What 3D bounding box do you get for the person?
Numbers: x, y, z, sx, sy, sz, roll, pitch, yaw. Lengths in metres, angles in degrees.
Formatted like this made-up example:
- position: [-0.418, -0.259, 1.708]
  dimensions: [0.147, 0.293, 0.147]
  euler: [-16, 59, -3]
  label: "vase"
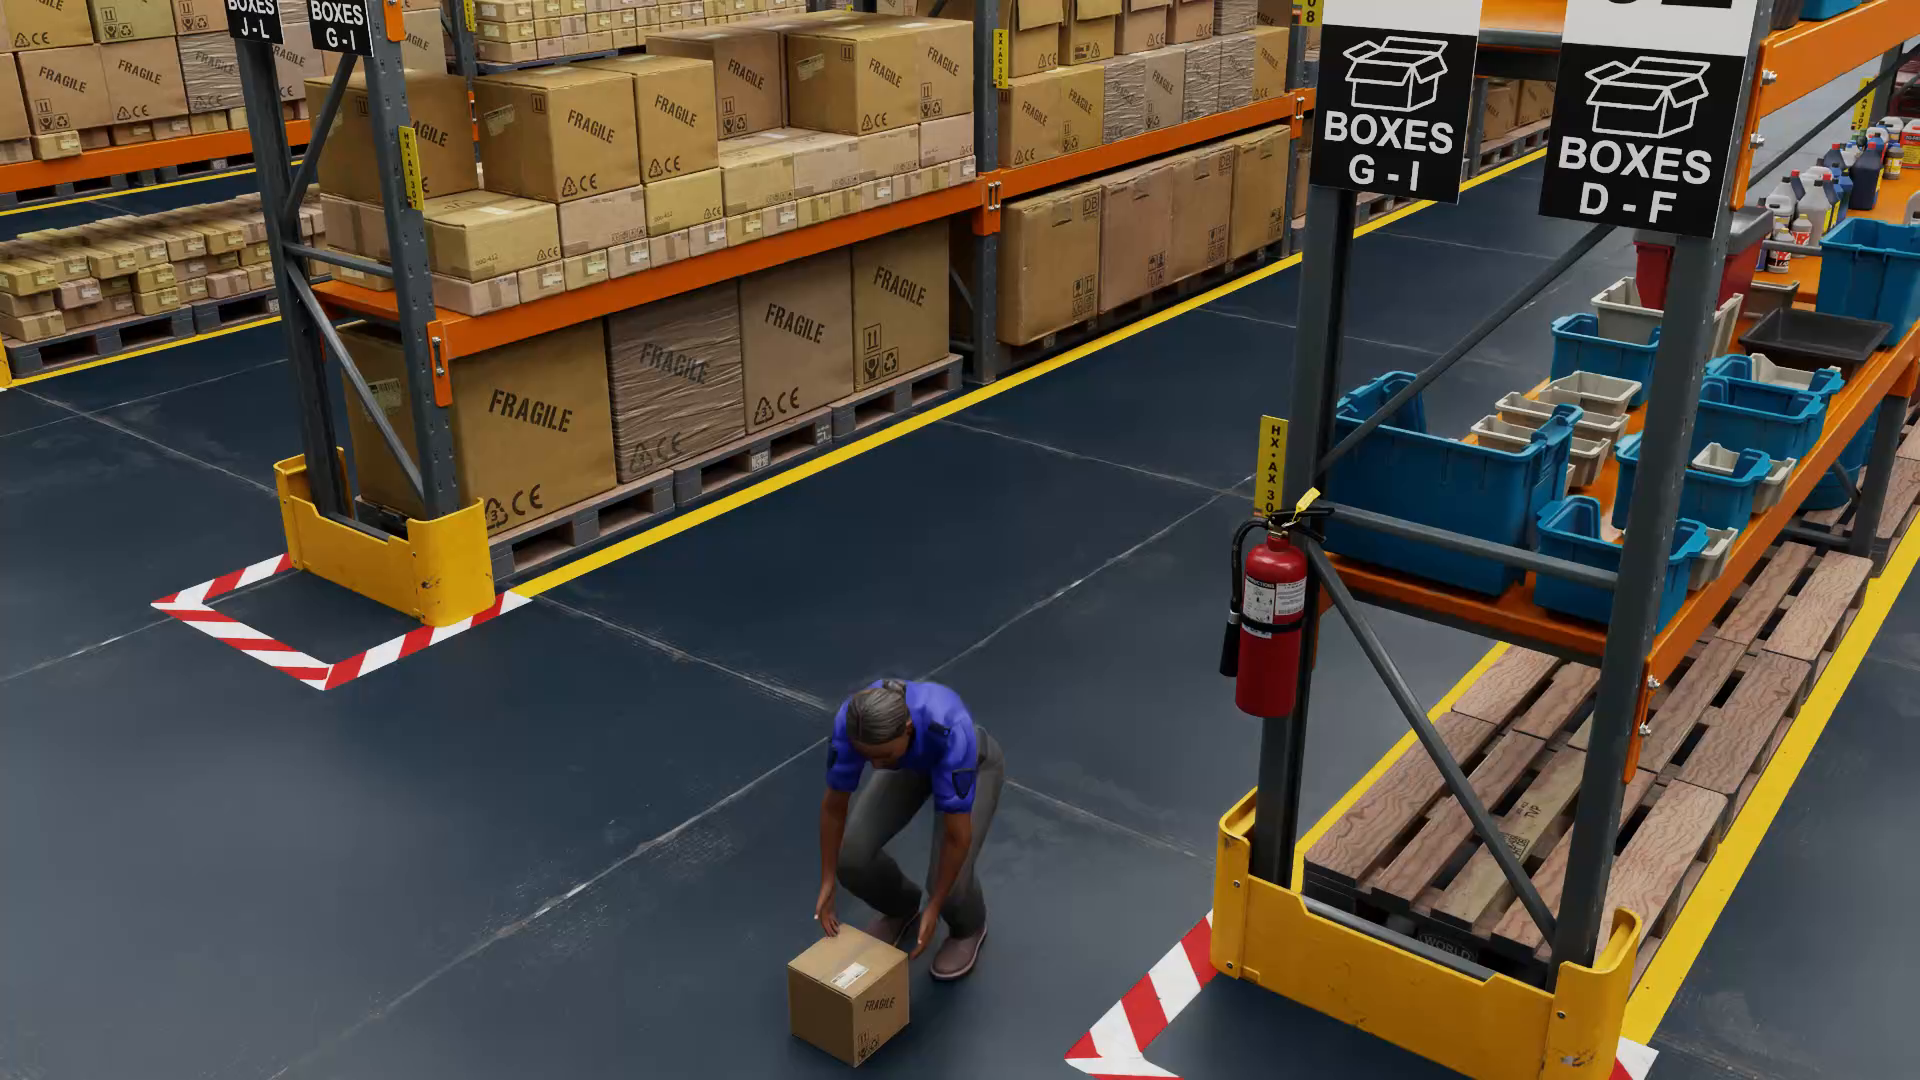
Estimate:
- position: [-0.119, 0.809, 4.957]
  dimensions: [0.498, 1.106, 0.749]
  euler: [12, 26, 25]
  label: "person"
